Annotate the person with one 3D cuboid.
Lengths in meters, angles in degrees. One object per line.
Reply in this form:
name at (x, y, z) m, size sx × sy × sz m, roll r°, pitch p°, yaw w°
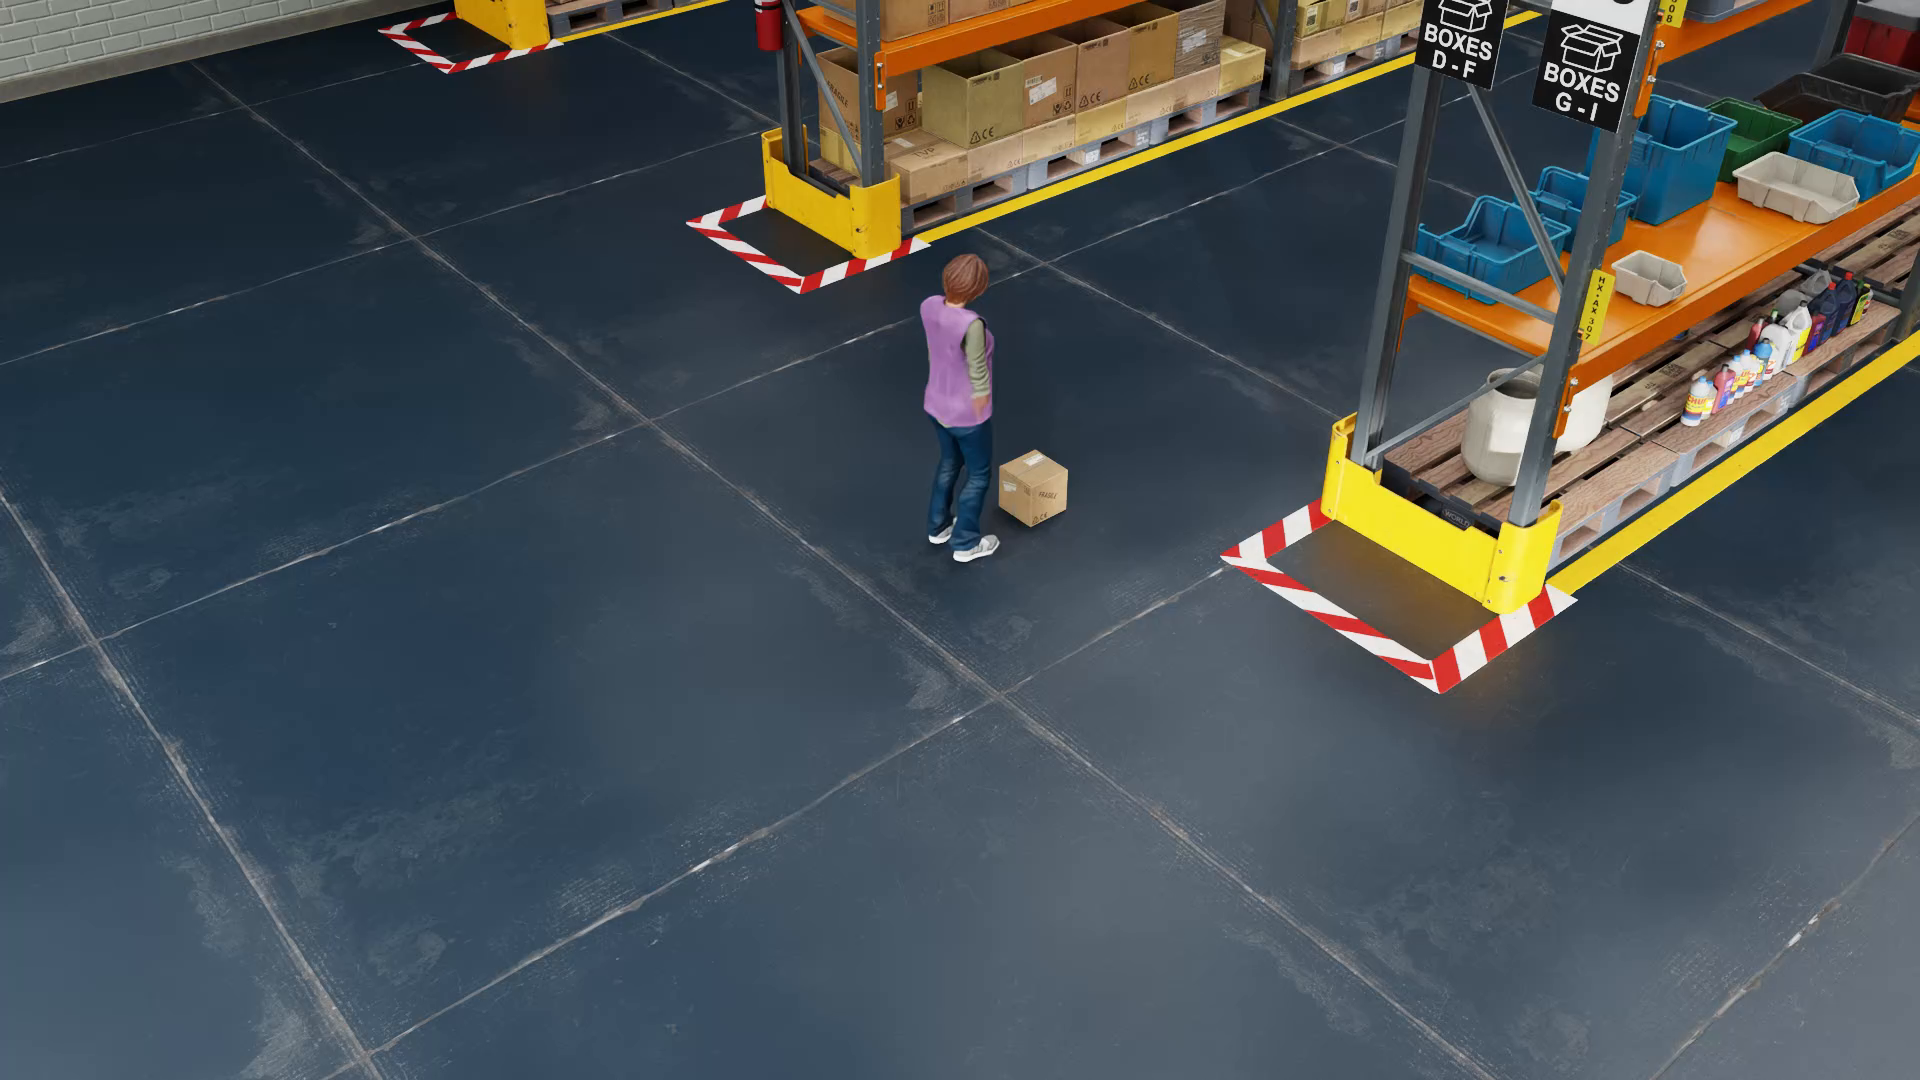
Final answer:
person at (-0.012, -0.621, 7.954) m, size 0.316 × 1.571 × 0.412 m, roll -26°, pitch 43°, yaw -30°
